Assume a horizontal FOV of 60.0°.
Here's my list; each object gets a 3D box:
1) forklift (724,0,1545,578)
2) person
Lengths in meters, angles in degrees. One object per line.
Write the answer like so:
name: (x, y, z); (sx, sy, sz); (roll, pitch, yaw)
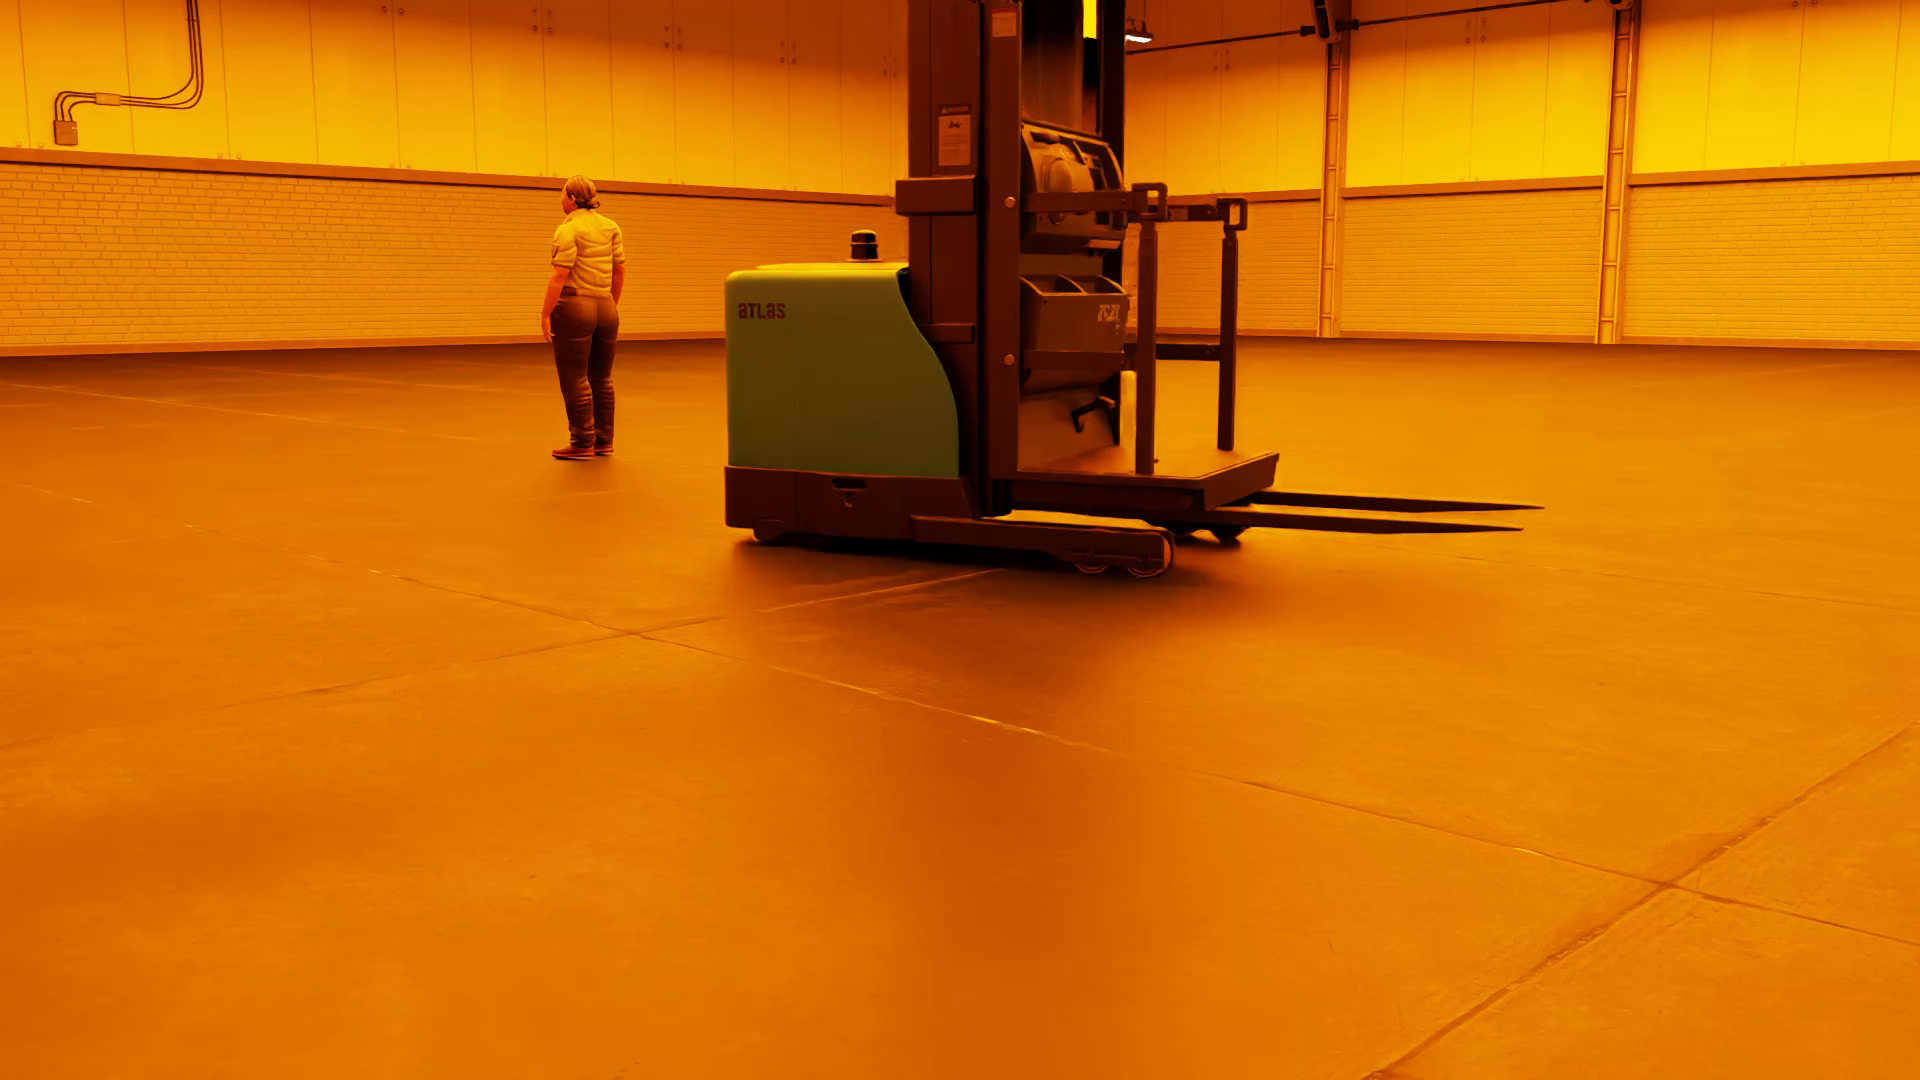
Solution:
forklift: (0.618, -1.406, 6.211); (3.031, 2.935, 1.130); (4, 9, 25)
person: (-2.279, -1.313, 9.857); (0.502, 1.651, 0.598); (6, 10, 35)
